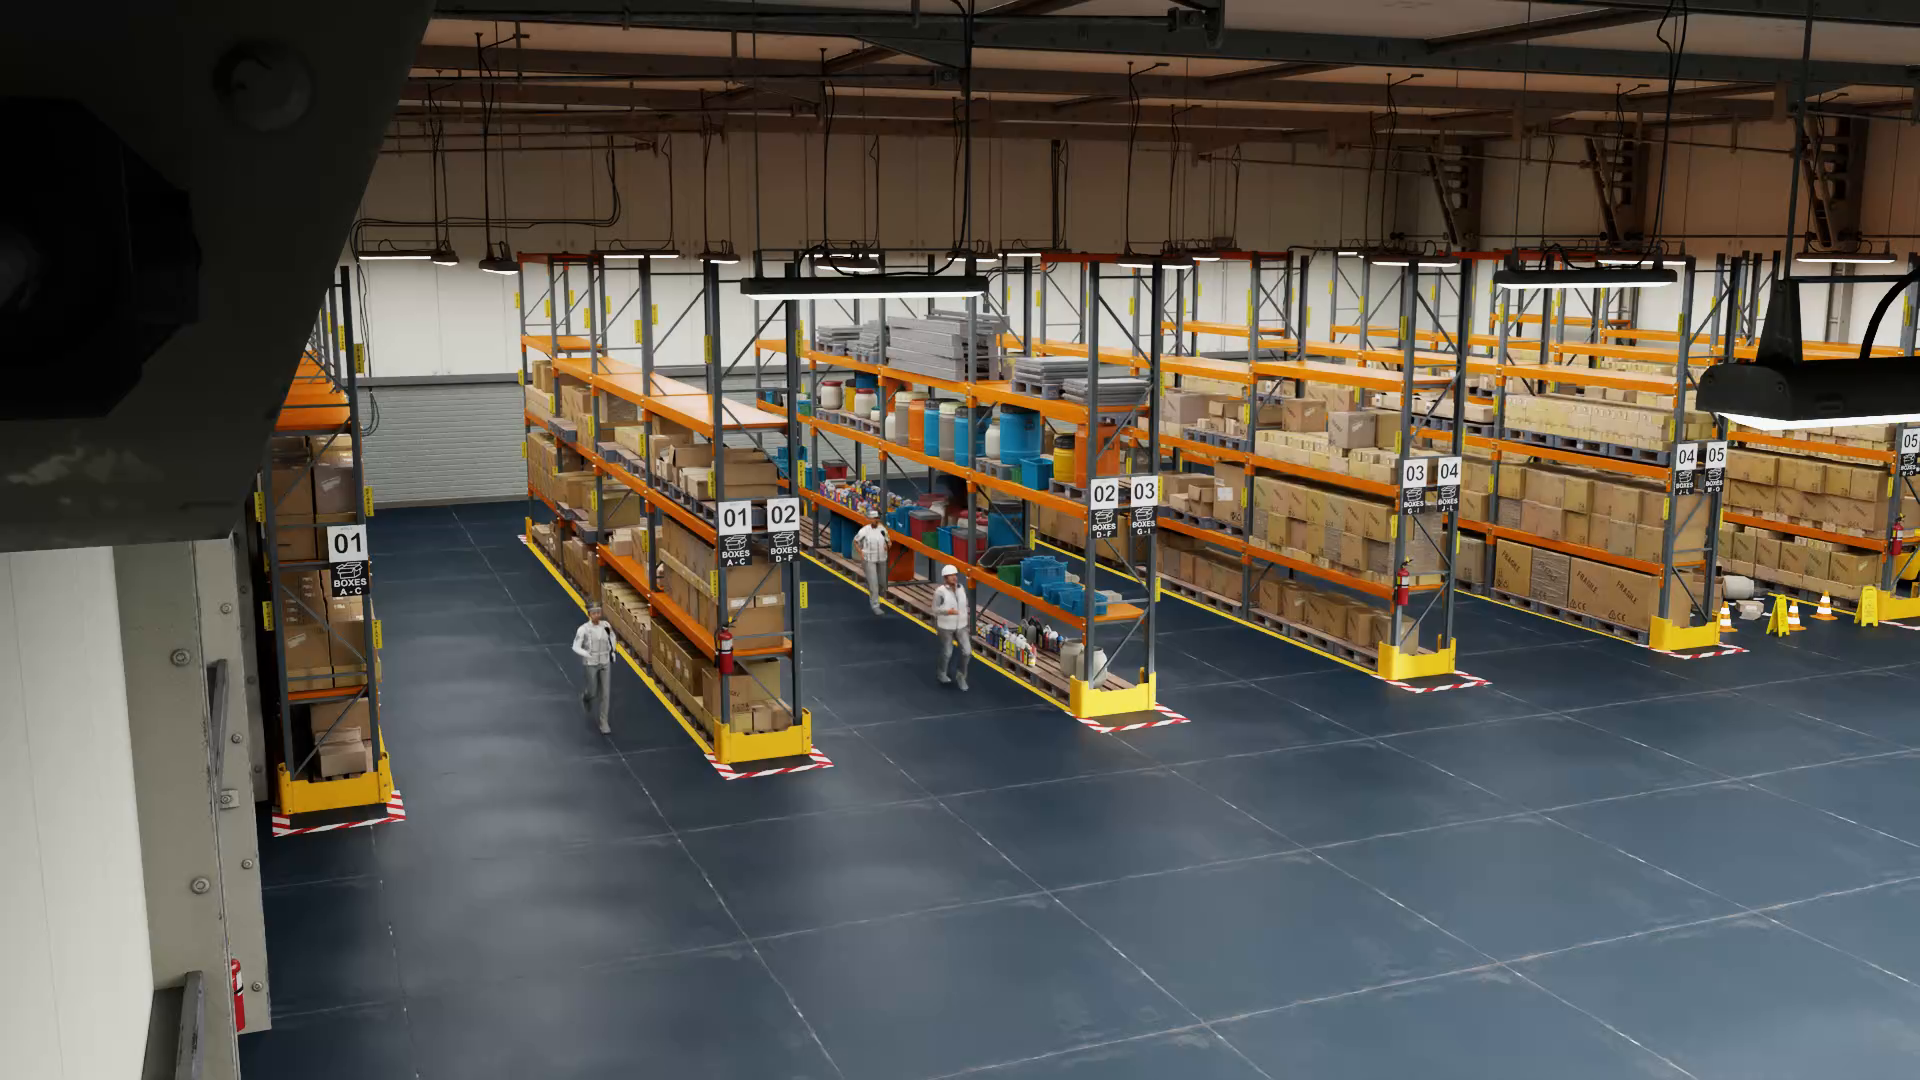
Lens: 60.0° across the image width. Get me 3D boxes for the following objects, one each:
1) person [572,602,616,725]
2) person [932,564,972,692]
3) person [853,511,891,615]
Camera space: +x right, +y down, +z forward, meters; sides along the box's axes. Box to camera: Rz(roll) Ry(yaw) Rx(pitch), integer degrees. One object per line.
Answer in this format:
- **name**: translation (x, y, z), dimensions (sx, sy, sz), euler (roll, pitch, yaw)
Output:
- **person**: translation (-4.670, 1.431, 21.465), dimensions (0.618, 1.297, 0.537), euler (-6, 12, -28)
- **person**: translation (-0.108, 1.243, 23.382), dimensions (0.635, 1.821, 0.755), euler (-5, 11, -25)
- **person**: translation (-1.425, 0.359, 26.971), dimensions (0.544, 1.673, 0.766), euler (-5, 11, -25)
